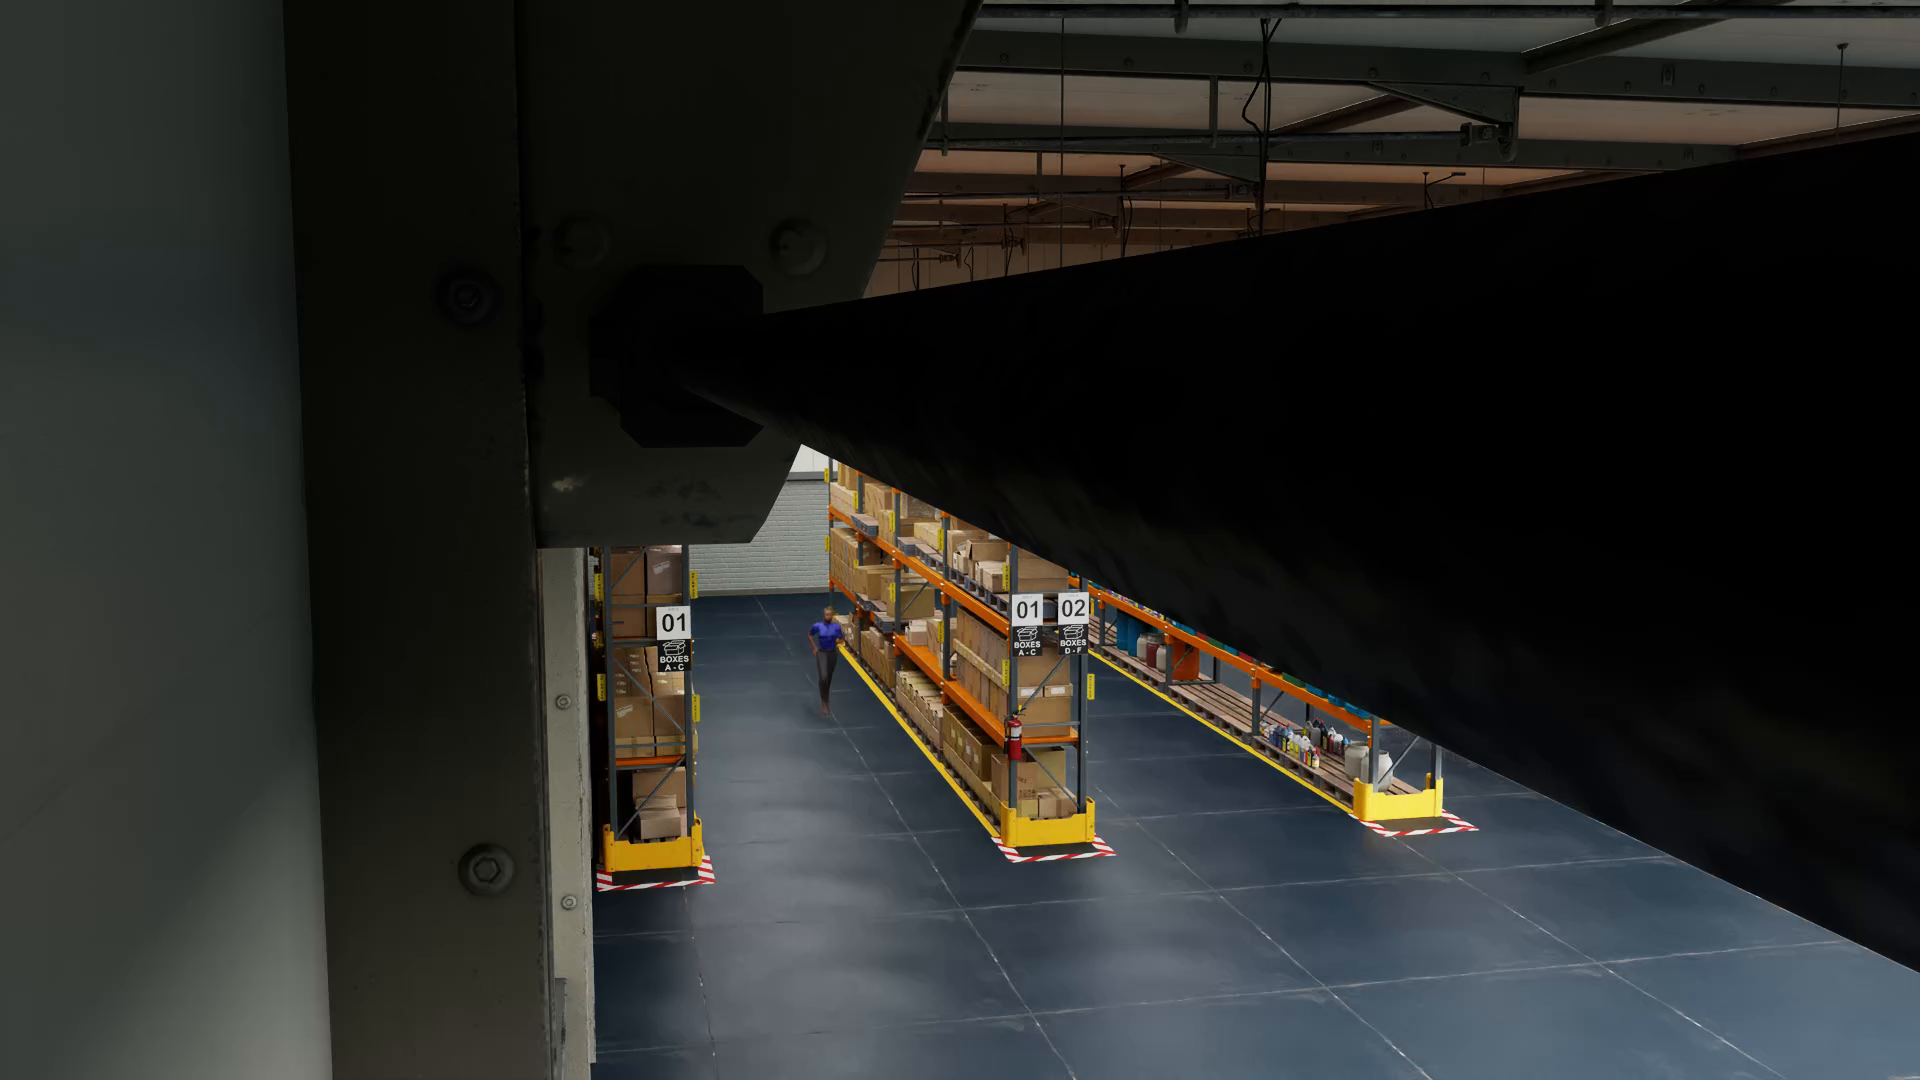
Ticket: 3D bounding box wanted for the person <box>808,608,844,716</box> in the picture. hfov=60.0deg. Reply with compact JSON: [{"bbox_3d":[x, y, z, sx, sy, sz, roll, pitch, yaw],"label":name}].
[{"bbox_3d":[-2.209,1.996,27.680,0.558,1.759,0.739,-3,7,-20],"label":"person"}]
